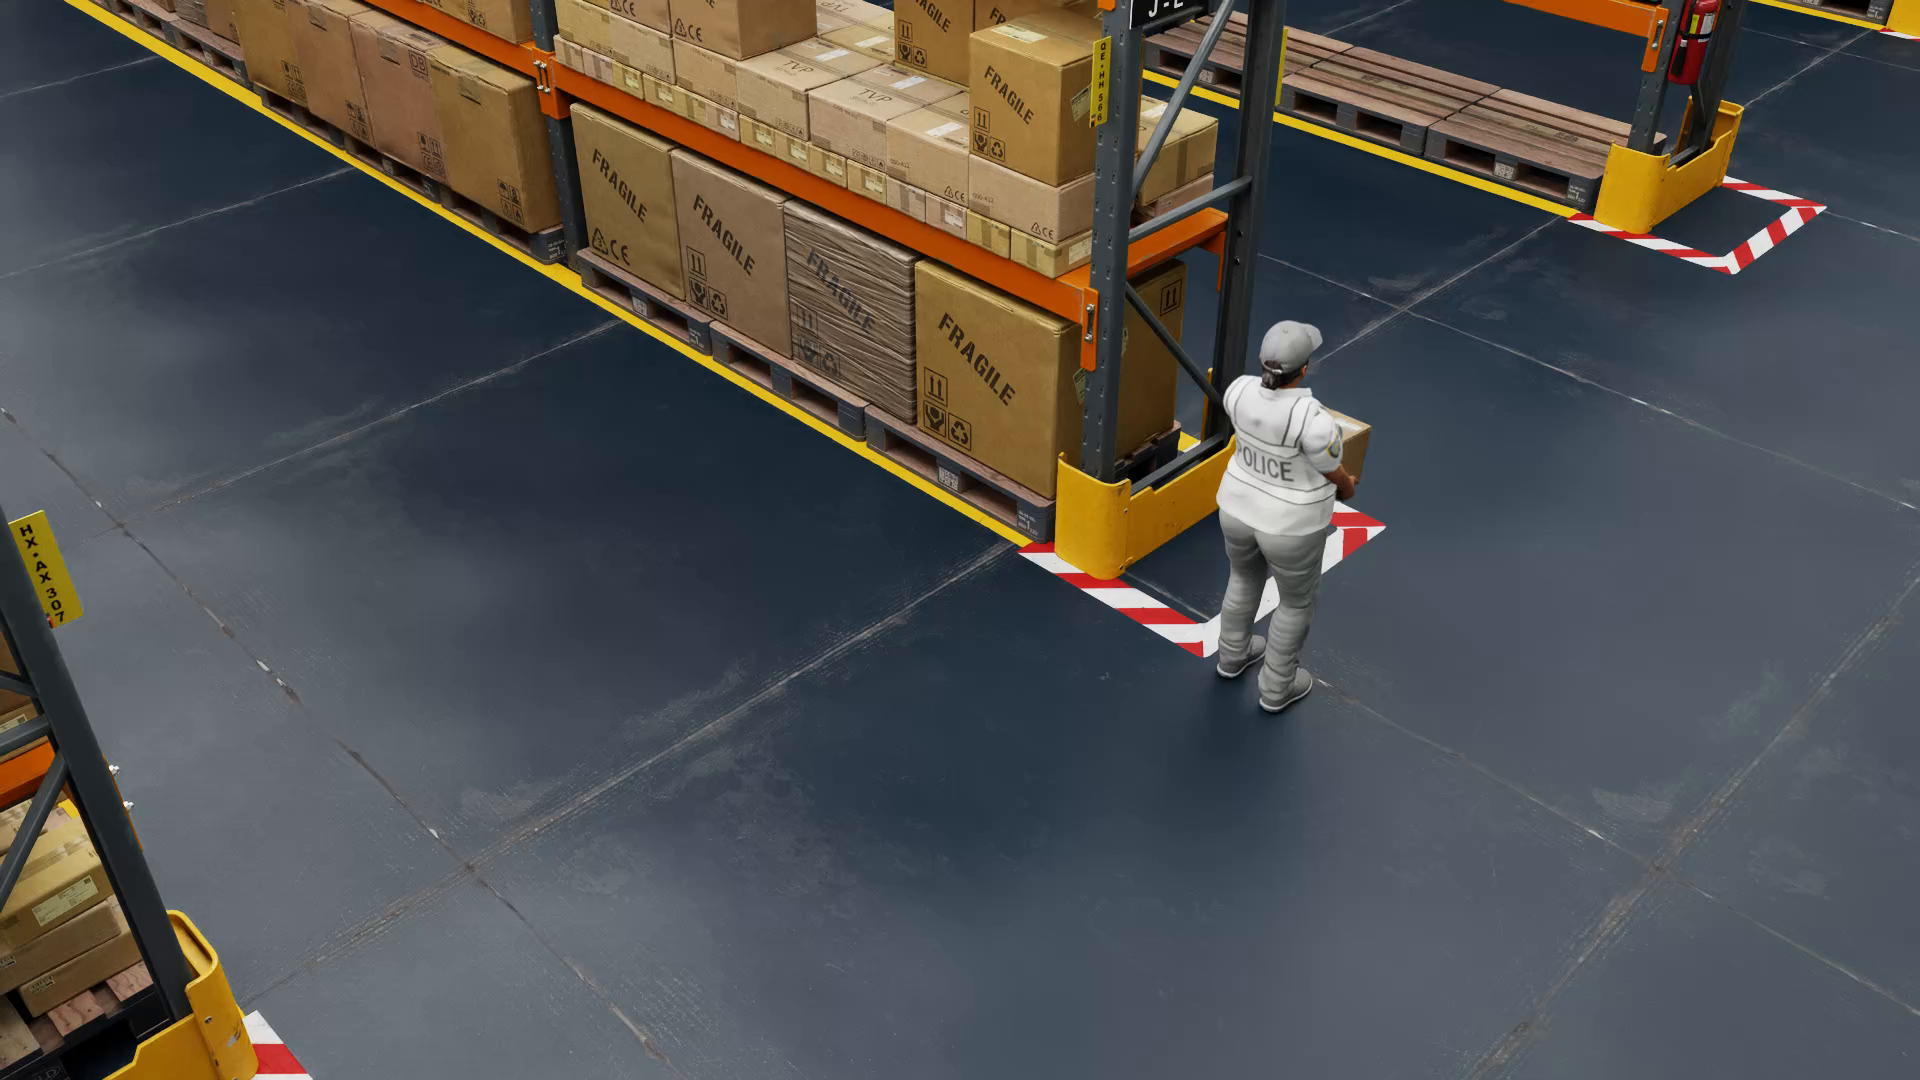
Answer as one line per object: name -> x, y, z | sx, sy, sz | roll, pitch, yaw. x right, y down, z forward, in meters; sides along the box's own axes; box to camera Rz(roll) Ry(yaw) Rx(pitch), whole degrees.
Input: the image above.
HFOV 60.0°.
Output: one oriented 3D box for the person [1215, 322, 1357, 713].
person -> 1.229, -0.120, 6.319 | 0.453, 1.653, 0.534 | 28, 44, 33
